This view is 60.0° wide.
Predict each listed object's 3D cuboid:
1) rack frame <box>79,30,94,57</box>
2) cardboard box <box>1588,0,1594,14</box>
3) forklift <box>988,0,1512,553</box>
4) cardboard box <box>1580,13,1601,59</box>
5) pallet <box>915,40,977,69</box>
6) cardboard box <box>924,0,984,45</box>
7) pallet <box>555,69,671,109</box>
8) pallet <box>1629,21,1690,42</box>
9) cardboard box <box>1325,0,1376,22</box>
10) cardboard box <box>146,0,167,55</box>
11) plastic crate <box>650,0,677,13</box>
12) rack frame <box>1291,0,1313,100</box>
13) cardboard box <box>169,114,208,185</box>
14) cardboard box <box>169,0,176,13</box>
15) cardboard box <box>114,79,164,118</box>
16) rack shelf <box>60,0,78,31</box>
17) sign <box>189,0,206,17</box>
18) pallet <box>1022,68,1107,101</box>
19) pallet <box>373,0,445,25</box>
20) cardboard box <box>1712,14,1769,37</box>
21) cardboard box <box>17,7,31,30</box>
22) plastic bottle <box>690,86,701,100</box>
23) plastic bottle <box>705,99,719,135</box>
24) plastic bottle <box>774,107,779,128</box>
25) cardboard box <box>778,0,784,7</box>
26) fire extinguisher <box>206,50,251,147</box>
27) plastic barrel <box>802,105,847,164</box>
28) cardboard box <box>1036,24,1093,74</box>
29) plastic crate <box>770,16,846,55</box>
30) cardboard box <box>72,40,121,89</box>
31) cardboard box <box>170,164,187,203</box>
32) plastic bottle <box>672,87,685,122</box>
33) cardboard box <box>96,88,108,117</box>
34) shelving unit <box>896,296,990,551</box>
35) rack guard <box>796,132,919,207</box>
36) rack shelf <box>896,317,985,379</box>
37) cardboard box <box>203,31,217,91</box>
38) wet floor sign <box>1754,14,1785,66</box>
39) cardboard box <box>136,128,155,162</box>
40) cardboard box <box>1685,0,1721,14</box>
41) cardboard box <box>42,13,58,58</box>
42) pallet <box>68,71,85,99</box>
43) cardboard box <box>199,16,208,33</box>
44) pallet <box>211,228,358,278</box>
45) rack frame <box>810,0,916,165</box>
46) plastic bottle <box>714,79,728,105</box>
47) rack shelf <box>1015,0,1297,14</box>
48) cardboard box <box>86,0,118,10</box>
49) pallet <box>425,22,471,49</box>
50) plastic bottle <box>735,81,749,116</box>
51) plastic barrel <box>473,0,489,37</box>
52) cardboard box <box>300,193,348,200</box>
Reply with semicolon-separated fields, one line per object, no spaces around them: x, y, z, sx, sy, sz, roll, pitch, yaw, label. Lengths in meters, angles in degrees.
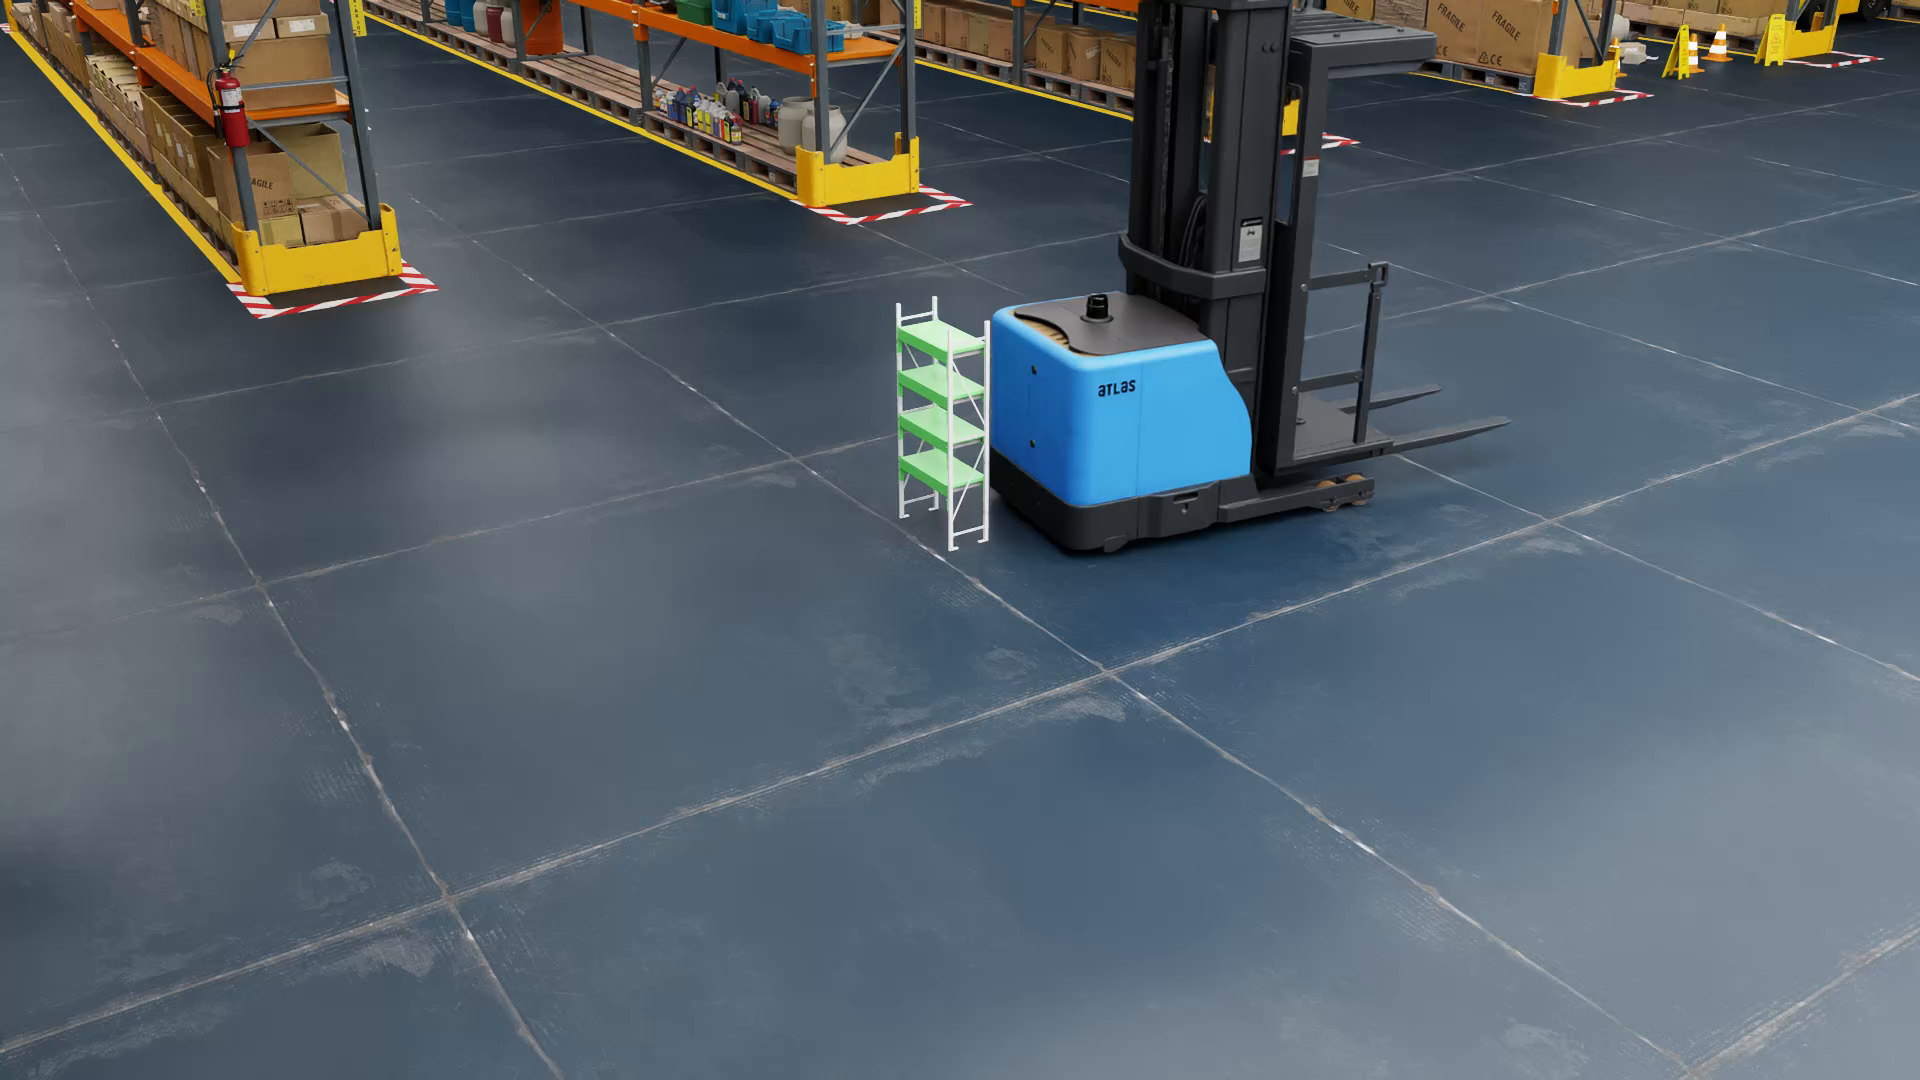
-9.383;-6.274;18.527;1.000;3.000;0.127;-16;29;-30;rack frame
9.502;-8.133;25.193;0.500;0.250;0.500;-17;30;-32;cardboard box
1.715;-1.671;8.857;3.031;2.935;1.130;-11;28;-23;forklift
8.510;-6.939;22.859;0.637;0.503;0.797;7;26;15;cardboard box
0.007;-6.605;22.493;1.003;0.211;1.213;-16;29;-30;pallet
-0.069;-7.018;22.516;0.700;0.500;0.500;-13;28;-25;cardboard box
-4.178;-5.444;20.035;1.003;0.211;1.213;-16;29;-30;pallet
10.472;-7.530;24.455;1.003;0.211;1.213;-16;29;-30;pallet
5.598;-7.258;22.609;0.875;0.875;0.875;-15;29;-29;cardboard box
-6.952;-4.731;15.142;0.700;0.500;0.500;-16;30;-31;cardboard box
-2.868;-5.752;17.493;0.767;0.338;0.504;-16;29;-30;plastic crate
3.286;-5.720;17.353;1.000;3.000;0.127;-16;29;-30;rack frame
-6.388;-3.354;14.192;0.500;0.500;0.500;-16;29;-30;cardboard box
-6.366;-4.488;13.865;0.380;0.149;0.250;-16;30;-30;cardboard box
-8.220;-4.485;16.810;0.500;0.311;0.500;-16;29;-30;cardboard box
-10.475;-6.664;20.196;1.077;0.370;4.000;-16;29;-30;rack shelf
-5.478;-3.922;11.911;0.100;0.325;0.005;-16;29;-30;sign
1.499;-5.658;20.488;1.003;0.211;1.213;-16;29;-30;pallet
-8.518;-8.288;26.059;1.003;0.211;1.213;-16;29;-30;pallet
10.910;-7.211;23.240;0.500;0.250;0.500;-16;29;-30;cardboard box
-13.145;-7.473;23.772;0.500;0.250;0.500;-16;29;-30;cardboard box
-2.833;-4.646;17.665;0.144;0.351;0.185;-16;29;-30;plastic bottle
-2.517;-4.326;16.988;0.144;0.351;0.185;-14;29;-27;plastic bottle
-1.888;-4.414;17.350;0.097;0.201;0.097;0;25;0;plastic bottle
-2.410;-8.698;25.657;1.225;0.875;0.875;-17;30;-31;cardboard box
-5.340;-3.227;12.163;0.296;0.674;0.183;-16;29;-30;fire extinguisher
-1.287;-3.848;15.810;0.421;0.512;0.421;0;25;0;plastic barrel
1.288;-6.058;20.505;0.500;0.500;0.500;-17;30;-31;cardboard box
-1.387;-4.608;15.171;0.499;0.251;0.616;-16;29;-30;plastic crate
-10.090;-5.623;19.559;0.500;0.500;0.500;-14;29;-28;cardboard box
-6.663;-3.193;14.730;0.500;0.250;0.500;-16;29;-30;cardboard box
-2.954;-4.612;17.594;0.144;0.351;0.185;-15;29;-28;plastic bottle
-9.068;-4.785;18.102;0.500;0.250;0.500;-16;30;-31;cardboard box
-0.090;-0.602;8.619;0.258;1.200;0.503;-16;29;-30;shelving unit
-0.944;-3.452;15.476;1.175;0.500;0.348;-16;29;-30;rack guard
-0.090;-0.978;8.442;0.258;0.148;0.480;-16;29;-30;rack shelf
-5.550;-3.815;13.200;0.700;0.500;0.500;-15;29;-28;cardboard box
10.797;-6.648;22.076;0.267;0.644;0.232;-6;26;-12;wet floor sign
-7.668;-3.871;16.165;0.500;0.250;0.500;-16;30;-30;cardboard box
10.646;-7.727;23.454;0.500;0.500;0.500;-14;29;-28;cardboard box
-11.506;-6.544;21.511;0.500;0.500;0.500;-17;30;-32;cardboard box
-10.421;-5.725;20.630;1.003;0.211;1.213;-16;29;-30;pallet
-5.668;-4.028;12.893;0.380;0.149;0.250;-16;30;-30;cardboard box
-5.468;-2.416;13.620;1.003;0.211;1.213;-16;29;-30;pallet
-0.863;-4.566;14.908;1.000;3.000;0.127;-16;29;-30;rack frame
-2.575;-4.801;17.993;0.144;0.351;0.185;-16;29;-30;plastic bottle
2.195;-6.110;19.022;1.077;0.370;4.000;-16;29;-30;rack shelf
-9.057;-5.869;17.773;0.500;0.311;0.500;-16;30;-30;cardboard box
-7.028;-7.311;23.990;1.003;0.211;1.213;-16;29;-30;pallet
-2.349;-4.766;17.919;0.144;0.351;0.185;-17;30;-32;plastic bottle
-6.512;-7.248;23.012;0.421;0.512;0.421;0;25;0;plastic barrel
-5.398;-2.781;13.856;0.500;0.250;0.500;-16;29;-30;cardboard box
